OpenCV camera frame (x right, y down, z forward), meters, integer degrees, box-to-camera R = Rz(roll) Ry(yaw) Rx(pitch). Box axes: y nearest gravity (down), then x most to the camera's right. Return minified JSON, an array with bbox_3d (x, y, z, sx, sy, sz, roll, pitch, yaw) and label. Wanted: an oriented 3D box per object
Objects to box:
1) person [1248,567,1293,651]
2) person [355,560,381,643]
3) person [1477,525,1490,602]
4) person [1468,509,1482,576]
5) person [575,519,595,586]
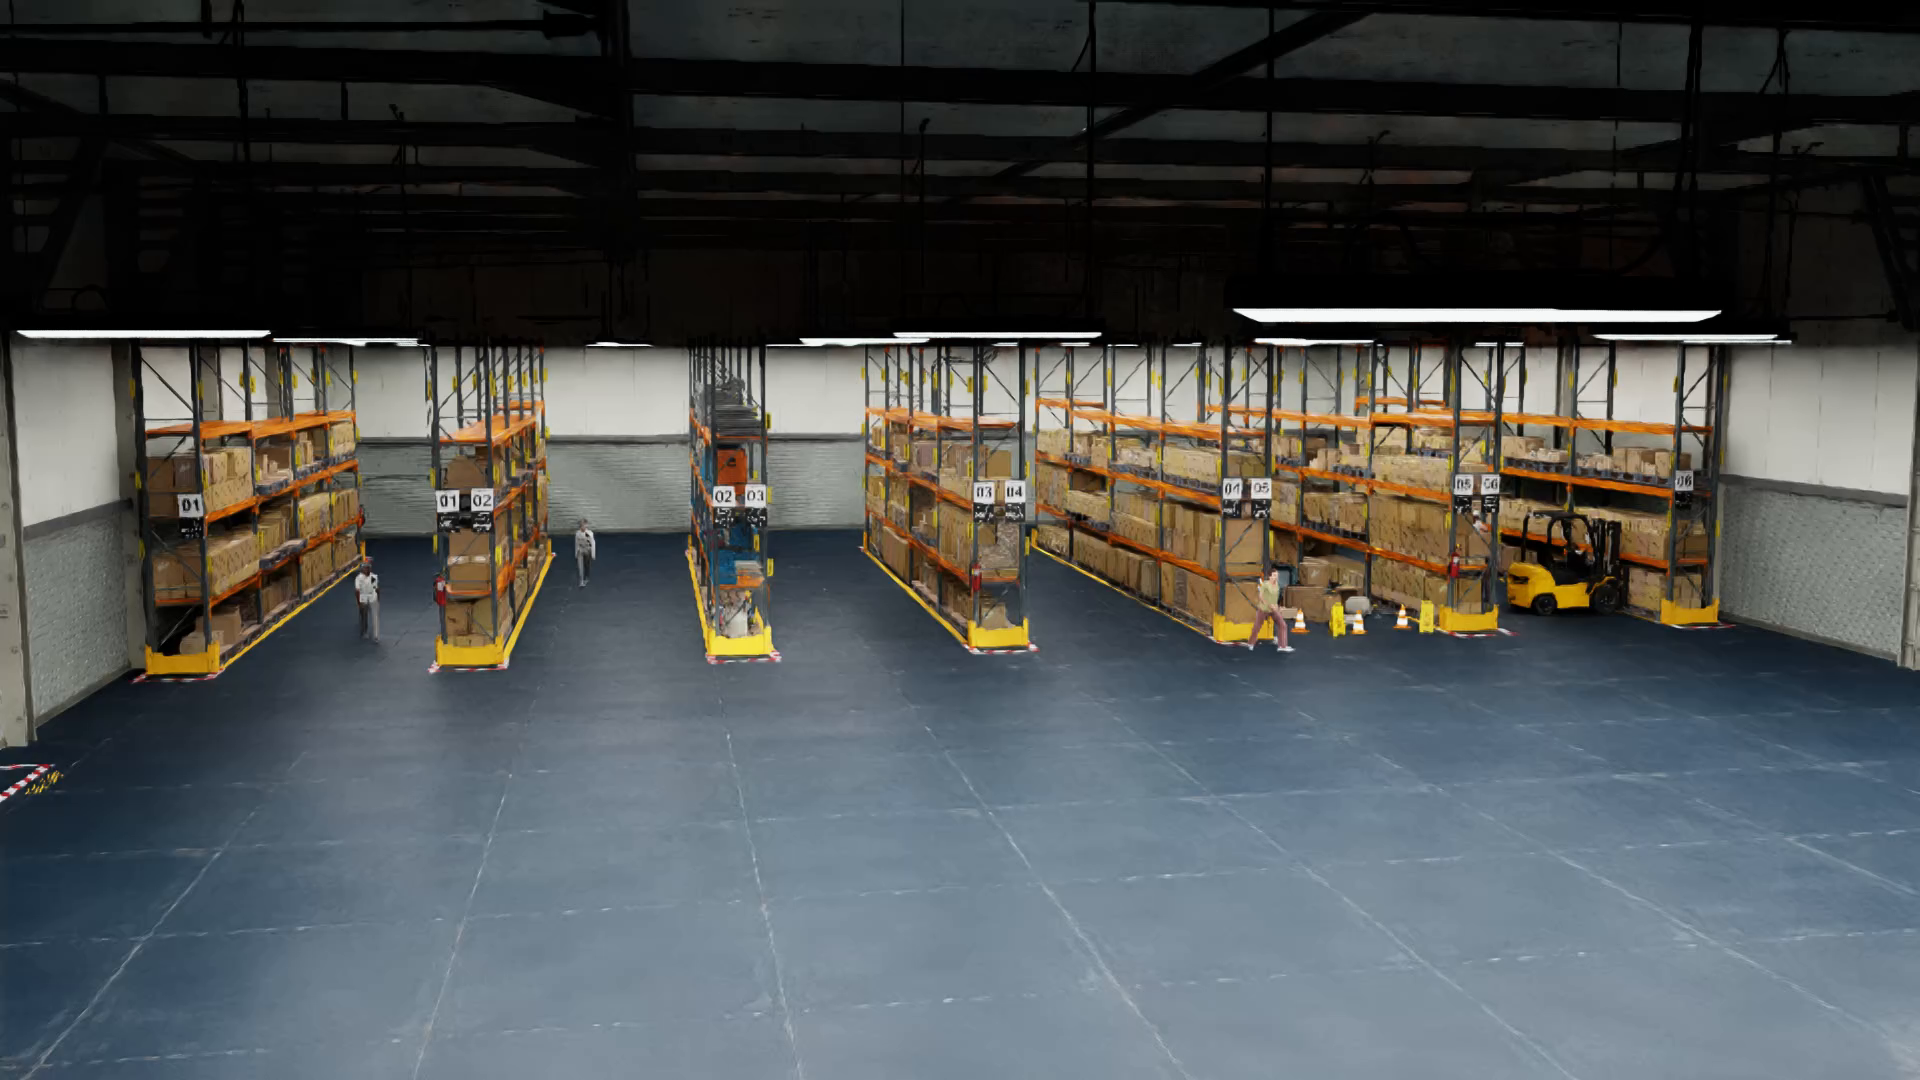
[{"bbox_3d":[5.863,1.302,31.598,0.621,1.604,0.810,-3,7,-27],"label":"person"},{"bbox_3d":[-11.567,1.189,32.476,0.448,1.618,0.997,-2,7,-19],"label":"person"},{"bbox_3d":[11.891,0.518,37.920,0.576,1.708,0.626,2,7,20],"label":"person"},{"bbox_3d":[12.653,0.131,40.988,0.589,1.782,0.677,2,7,13],"label":"person"},{"bbox_3d":[-9.100,0.292,40.370,0.500,1.613,0.998,-1,7,-12],"label":"person"}]
